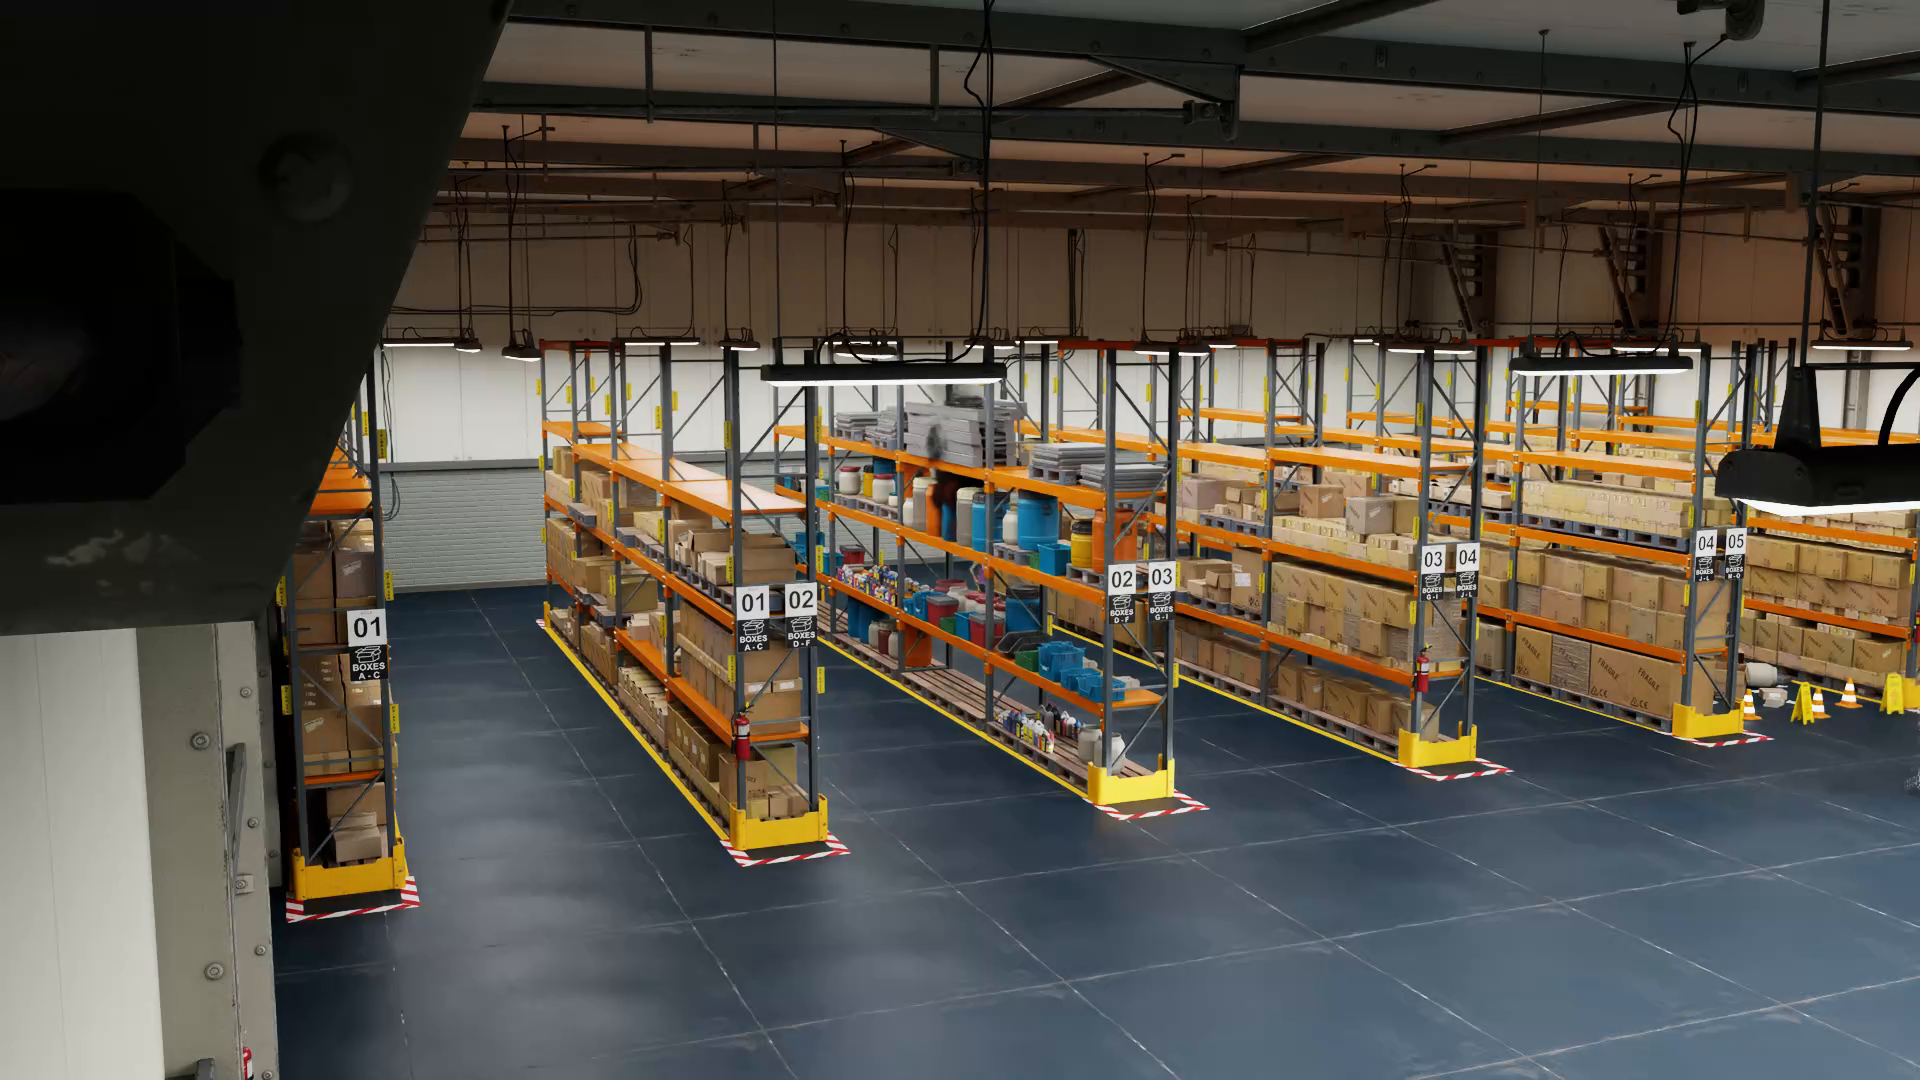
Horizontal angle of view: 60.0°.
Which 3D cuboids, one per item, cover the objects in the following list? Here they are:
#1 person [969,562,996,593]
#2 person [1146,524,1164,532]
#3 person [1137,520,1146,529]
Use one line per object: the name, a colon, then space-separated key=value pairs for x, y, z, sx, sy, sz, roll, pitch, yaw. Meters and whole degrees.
person: x=0.541 y=0.958 z=35.239 sx=0.505 sy=1.592 sz=0.662 roll=-5 pitch=9 yaw=-34
person: x=4.812 y=0.184 z=41.352 sx=0.598 sy=1.702 sz=0.688 roll=4 pitch=9 yaw=30
person: x=4.326 y=0.237 z=40.780 sx=0.694 sy=1.593 sz=0.602 roll=5 pitch=9 yaw=36
